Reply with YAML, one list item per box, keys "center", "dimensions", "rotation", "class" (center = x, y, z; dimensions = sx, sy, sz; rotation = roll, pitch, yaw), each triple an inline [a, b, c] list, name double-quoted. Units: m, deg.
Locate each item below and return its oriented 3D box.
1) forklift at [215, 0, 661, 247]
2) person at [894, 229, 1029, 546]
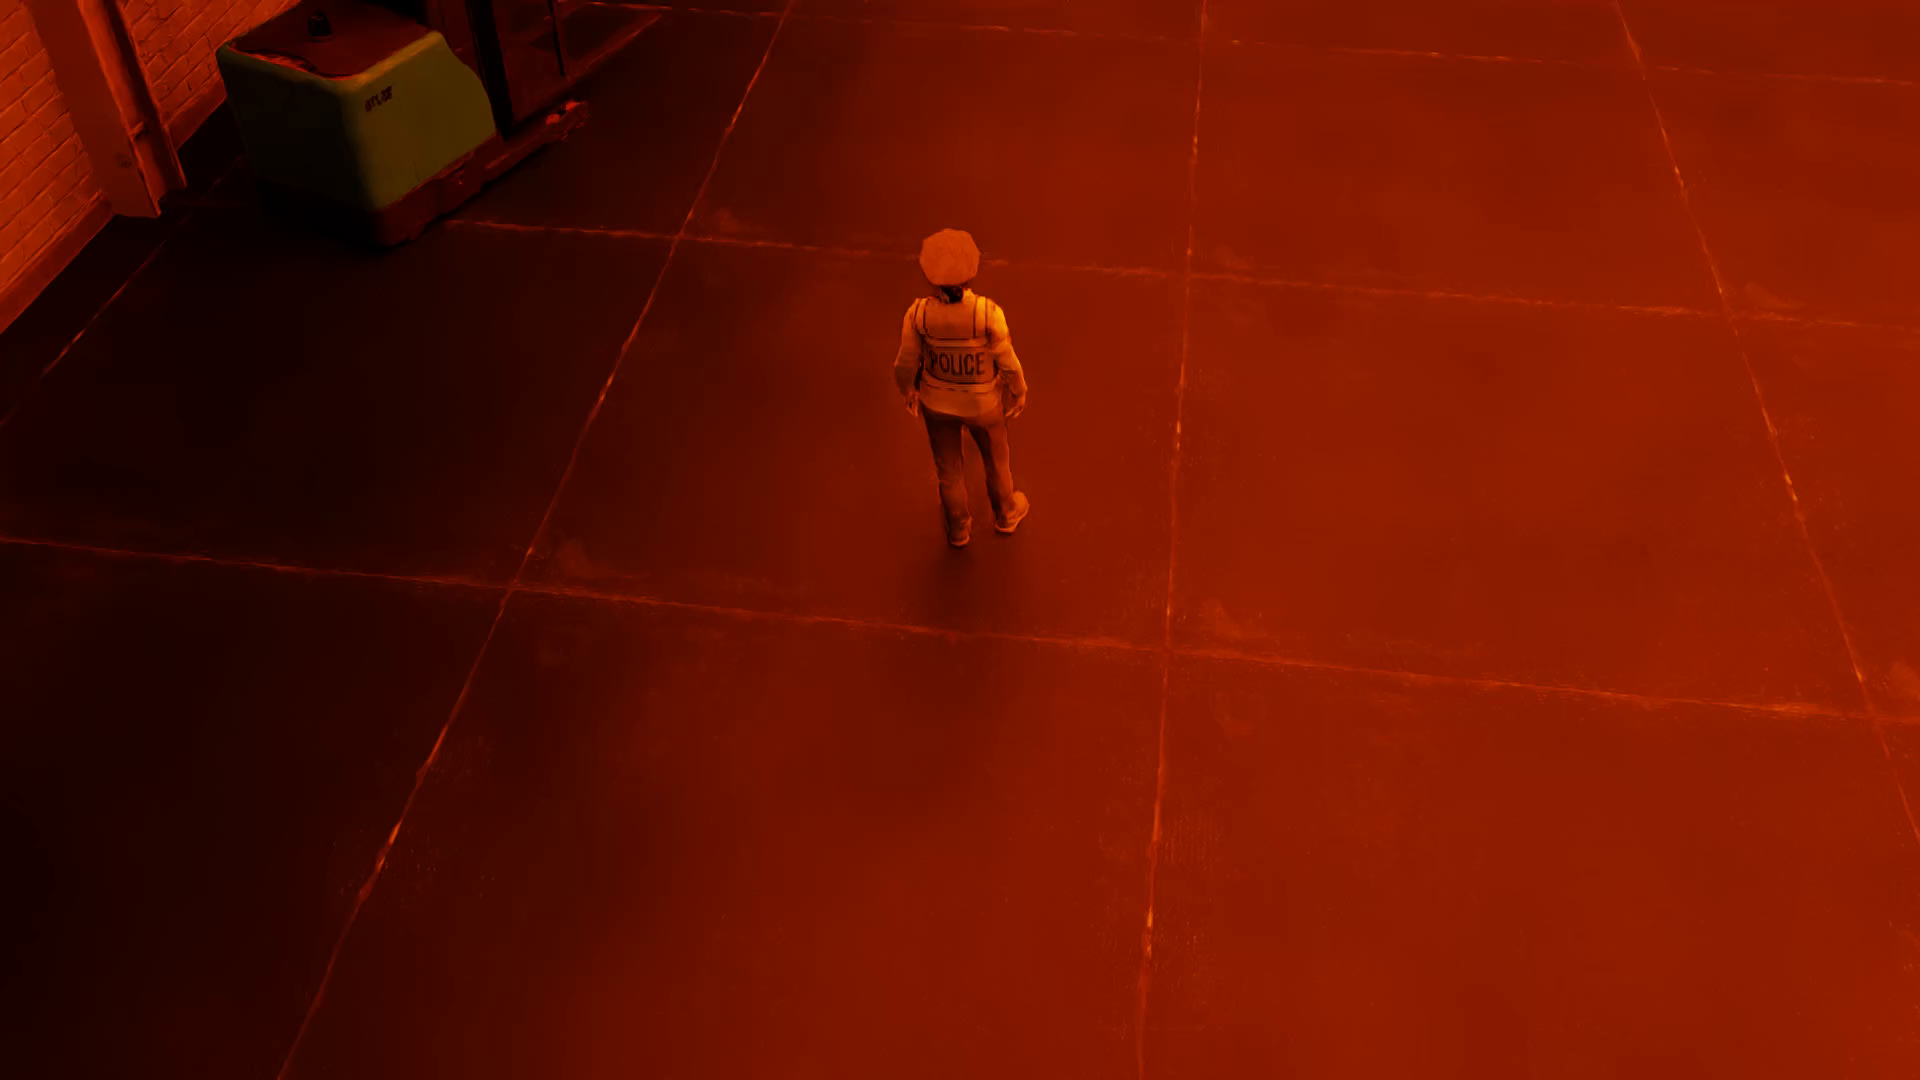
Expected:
- center: [-3.069, -3.769, 9.827]
  dimensions: [1.130, 2.935, 3.031]
  rotation: [19, 46, 20]
  class: "forklift"
- center: [0.016, -0.674, 7.361]
  dimensions: [0.586, 1.695, 0.533]
  rotation: [5, 43, 6]
  class: "person"
